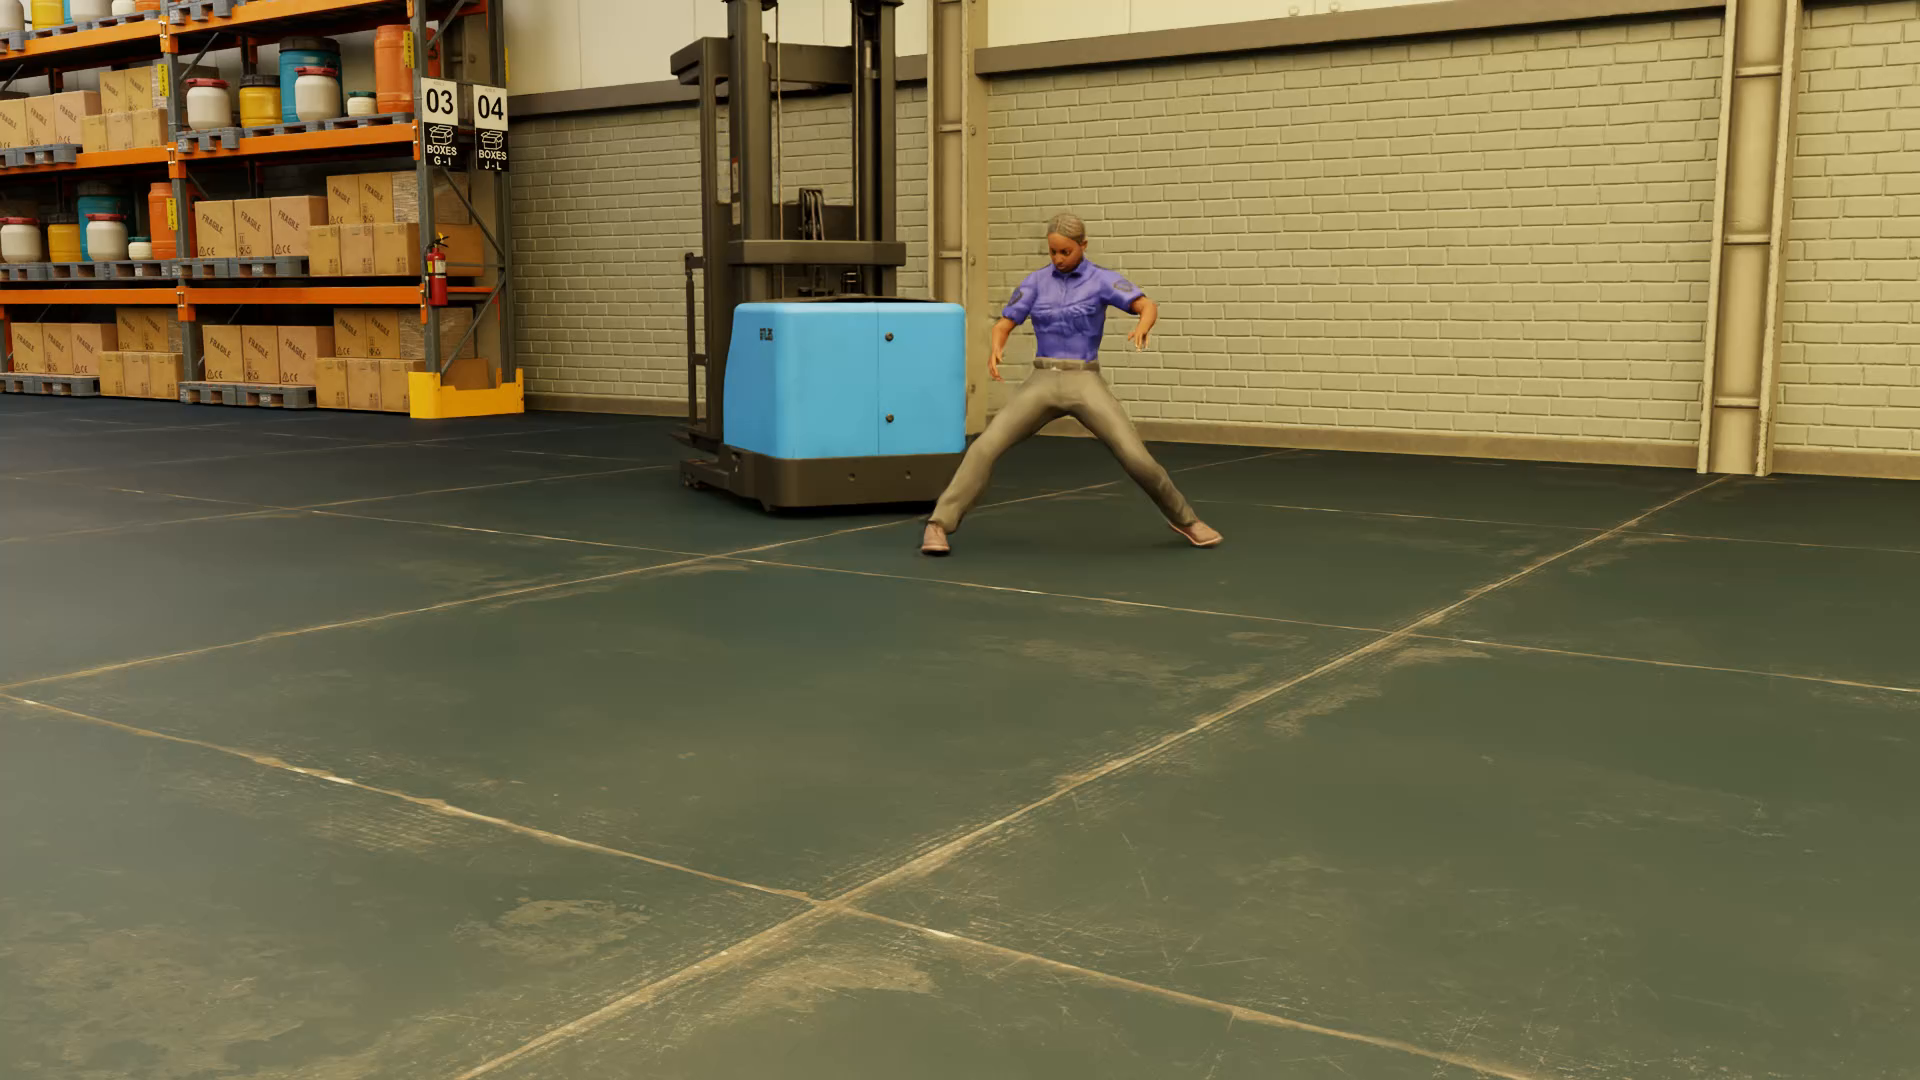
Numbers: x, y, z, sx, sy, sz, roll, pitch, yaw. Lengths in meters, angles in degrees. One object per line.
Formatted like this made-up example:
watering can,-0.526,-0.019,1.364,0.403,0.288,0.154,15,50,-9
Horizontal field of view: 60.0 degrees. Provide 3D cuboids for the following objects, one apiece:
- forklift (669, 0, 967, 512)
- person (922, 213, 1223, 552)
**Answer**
forklift,-1.009,-1.762,9.582,1.130,2.935,3.031,-4,9,-23
person,0.486,-0.676,7.208,1.204,1.459,0.887,3,9,23
